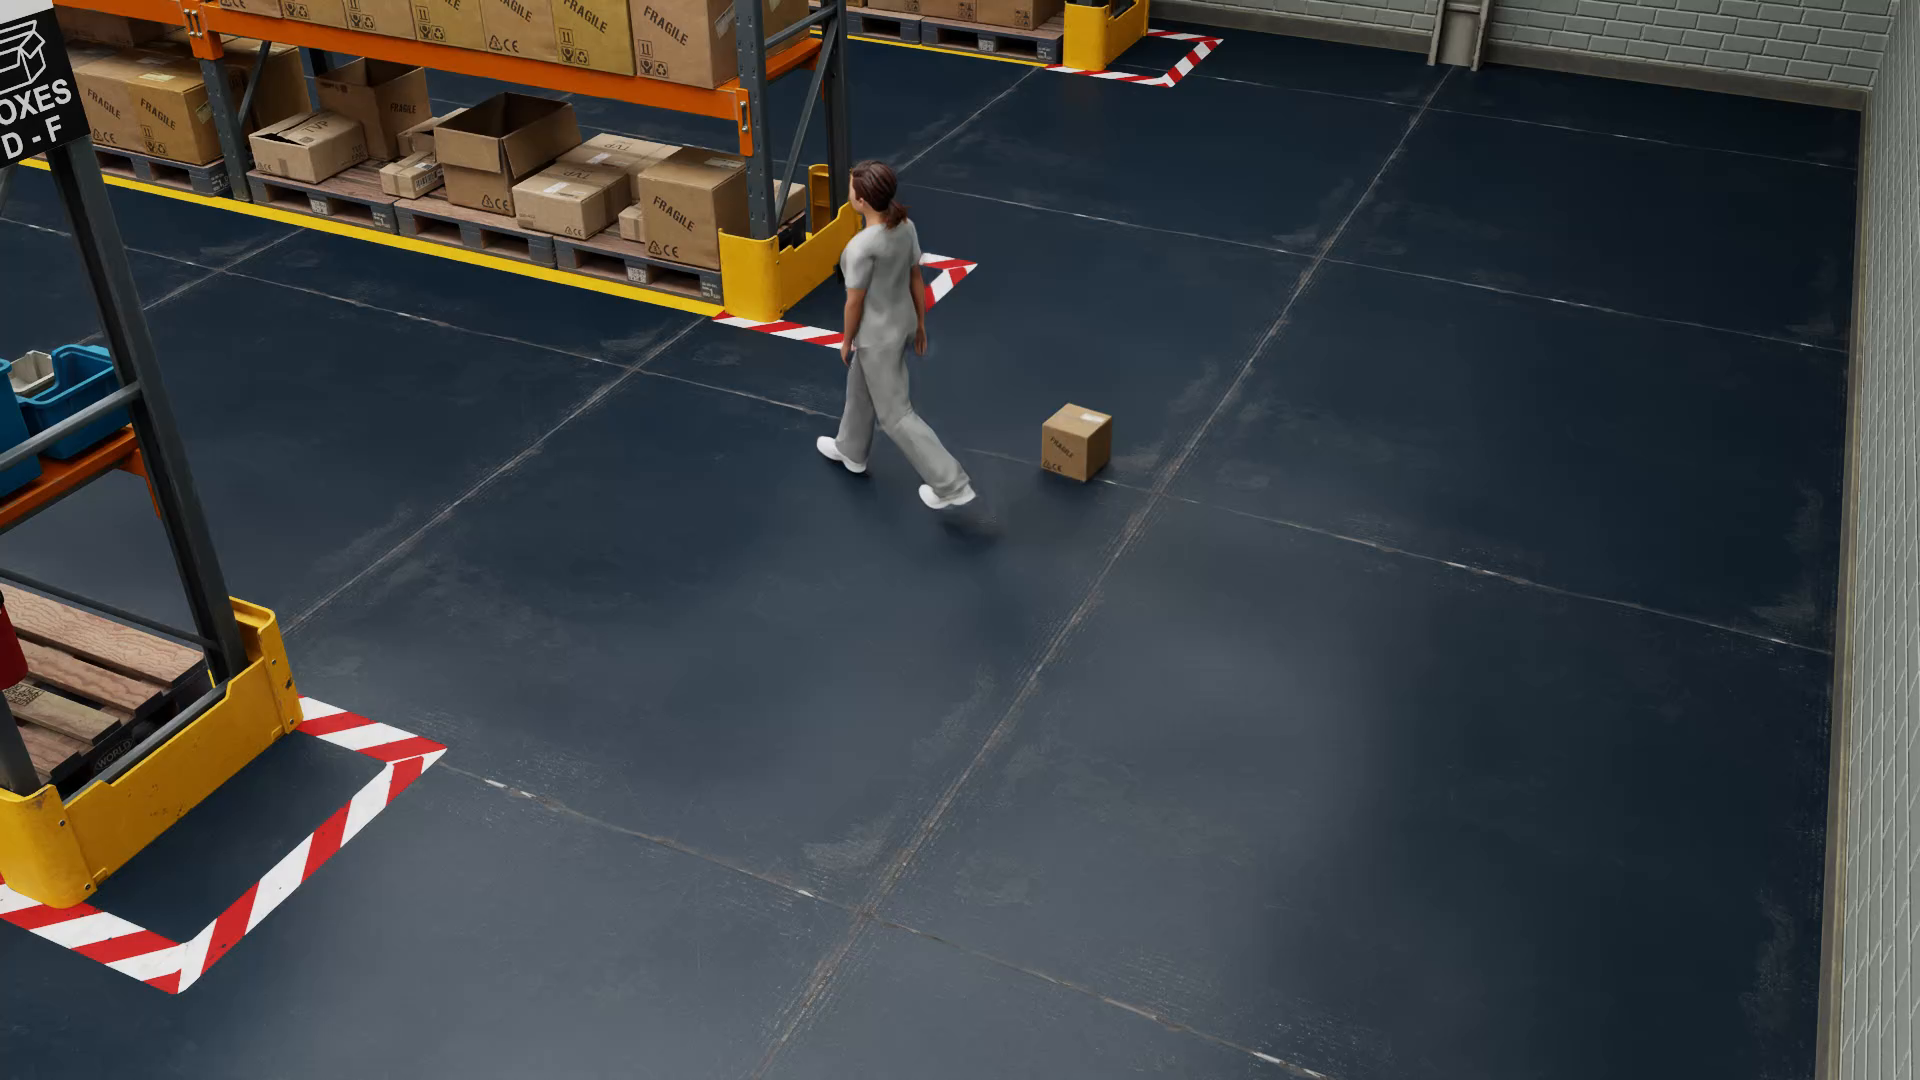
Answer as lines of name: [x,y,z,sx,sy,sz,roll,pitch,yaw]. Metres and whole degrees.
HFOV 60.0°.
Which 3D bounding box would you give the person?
person: [-0.329,-0.913,7.524,0.997,1.614,0.444,17,37,24]
